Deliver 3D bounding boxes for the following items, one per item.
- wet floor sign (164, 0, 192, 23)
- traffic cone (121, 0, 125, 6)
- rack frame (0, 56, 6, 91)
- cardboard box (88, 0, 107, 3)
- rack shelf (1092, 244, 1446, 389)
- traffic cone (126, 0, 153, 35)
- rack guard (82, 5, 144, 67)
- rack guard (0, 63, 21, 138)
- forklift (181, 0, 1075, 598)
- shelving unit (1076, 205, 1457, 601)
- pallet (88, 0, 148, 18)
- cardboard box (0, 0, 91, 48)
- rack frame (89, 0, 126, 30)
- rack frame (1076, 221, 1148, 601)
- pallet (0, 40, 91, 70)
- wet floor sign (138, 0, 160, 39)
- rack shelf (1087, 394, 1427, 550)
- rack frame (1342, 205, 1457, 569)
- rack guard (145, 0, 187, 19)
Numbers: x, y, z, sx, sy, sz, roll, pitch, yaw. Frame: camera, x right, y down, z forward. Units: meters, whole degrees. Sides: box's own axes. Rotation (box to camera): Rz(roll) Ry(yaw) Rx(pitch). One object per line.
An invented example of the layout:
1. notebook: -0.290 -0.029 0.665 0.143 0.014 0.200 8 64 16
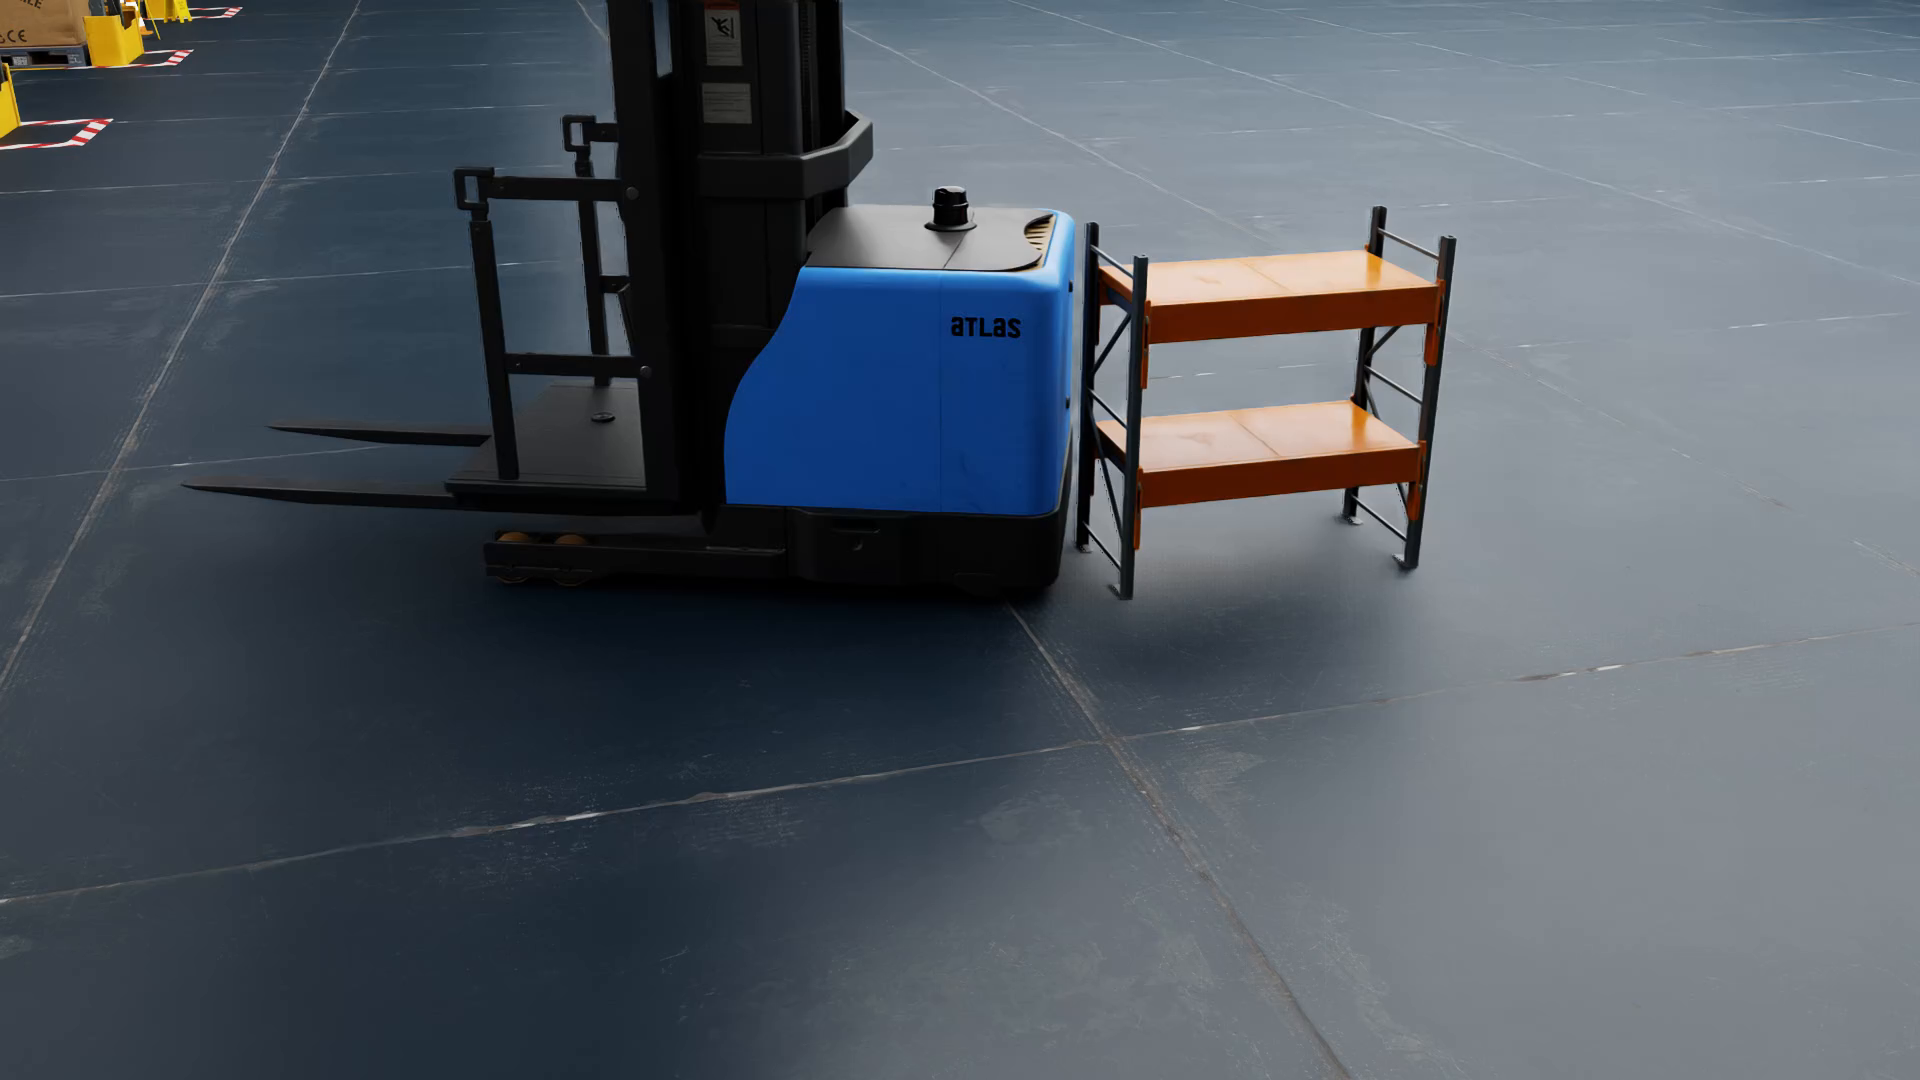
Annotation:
1. wet floor sign: -10.023 -6.940 21.189 0.232 0.644 0.267 2 23 4
2. traffic cone: -10.561 -6.706 20.876 0.334 0.463 0.336 -6 24 -14
3. rack frame: -7.818 -4.645 12.856 0.127 3.000 1.000 -6 24 -14
4. cardboard box: -11.224 -7.146 21.639 0.500 0.250 0.500 -6 24 -15
5. rack shelf: 0.976 -0.736 5.380 1.000 0.278 0.538 -6 24 -13
6. traffic cone: -9.934 -6.321 19.979 0.334 0.463 0.336 -6 24 -14
7. rack guard: -9.038 -5.393 17.769 0.348 0.500 1.175 -6 24 -14
8. rack guard: -7.891 -3.489 13.330 0.348 0.500 1.175 -6 24 -14
9. forklift: -1.140 -1.397 5.373 3.031 2.935 1.130 3 23 6
10. shelving unit: 0.976 -0.467 5.495 1.048 1.125 0.538 -6 24 -13
11. pallet: -11.360 -7.045 21.985 1.213 0.211 1.003 -6 24 -14
12. cardboard box: -9.696 -5.659 17.379 0.875 0.875 0.875 -6 24 -14
13. rack frame: -9.061 -6.539 17.270 0.127 3.000 1.000 -6 24 -14
14. rack frame: 0.484 -0.417 5.380 0.032 1.125 0.500 -6 24 -13
15. pallet: -9.809 -5.143 17.552 1.213 0.211 1.003 -6 24 -14
16. wet floor sign: -9.568 -6.212 19.493 0.232 0.644 0.267 -11 25 -23
17. rack shelf: 0.976 -0.242 5.592 1.000 0.278 0.538 -6 24 -13
18. rack frame: 1.469 -0.516 5.611 0.032 1.125 0.500 -6 24 -13
19. rack guard: -10.568 -7.251 22.098 0.348 0.500 1.175 -6 24 -14
